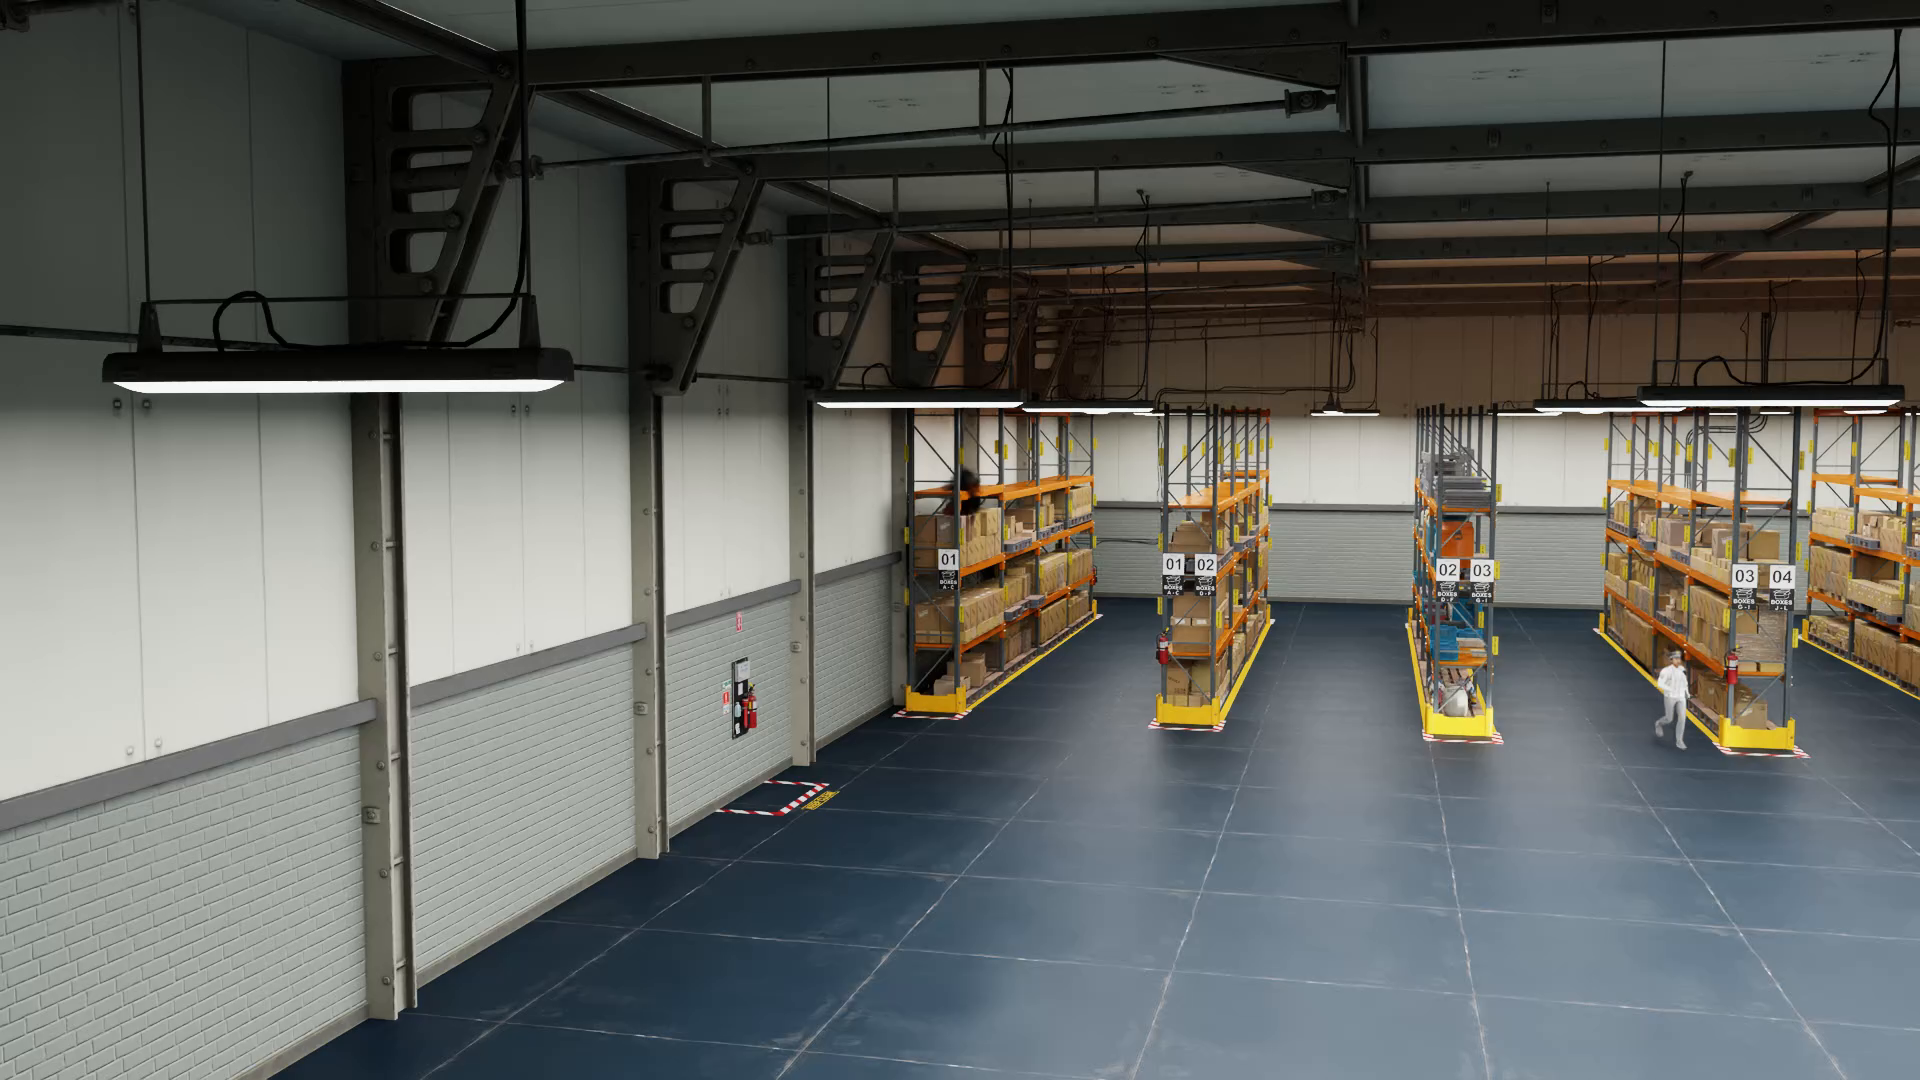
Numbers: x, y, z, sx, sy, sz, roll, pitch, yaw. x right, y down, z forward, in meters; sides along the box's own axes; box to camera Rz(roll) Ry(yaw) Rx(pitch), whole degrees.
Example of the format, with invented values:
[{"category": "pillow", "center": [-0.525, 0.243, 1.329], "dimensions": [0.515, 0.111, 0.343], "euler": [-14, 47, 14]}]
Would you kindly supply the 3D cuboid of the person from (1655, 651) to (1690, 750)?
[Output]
[{"category": "person", "center": [12.469, 2.766, 29.114], "dimensions": [0.578, 1.680, 0.864], "euler": [-1, 4, -7]}]
